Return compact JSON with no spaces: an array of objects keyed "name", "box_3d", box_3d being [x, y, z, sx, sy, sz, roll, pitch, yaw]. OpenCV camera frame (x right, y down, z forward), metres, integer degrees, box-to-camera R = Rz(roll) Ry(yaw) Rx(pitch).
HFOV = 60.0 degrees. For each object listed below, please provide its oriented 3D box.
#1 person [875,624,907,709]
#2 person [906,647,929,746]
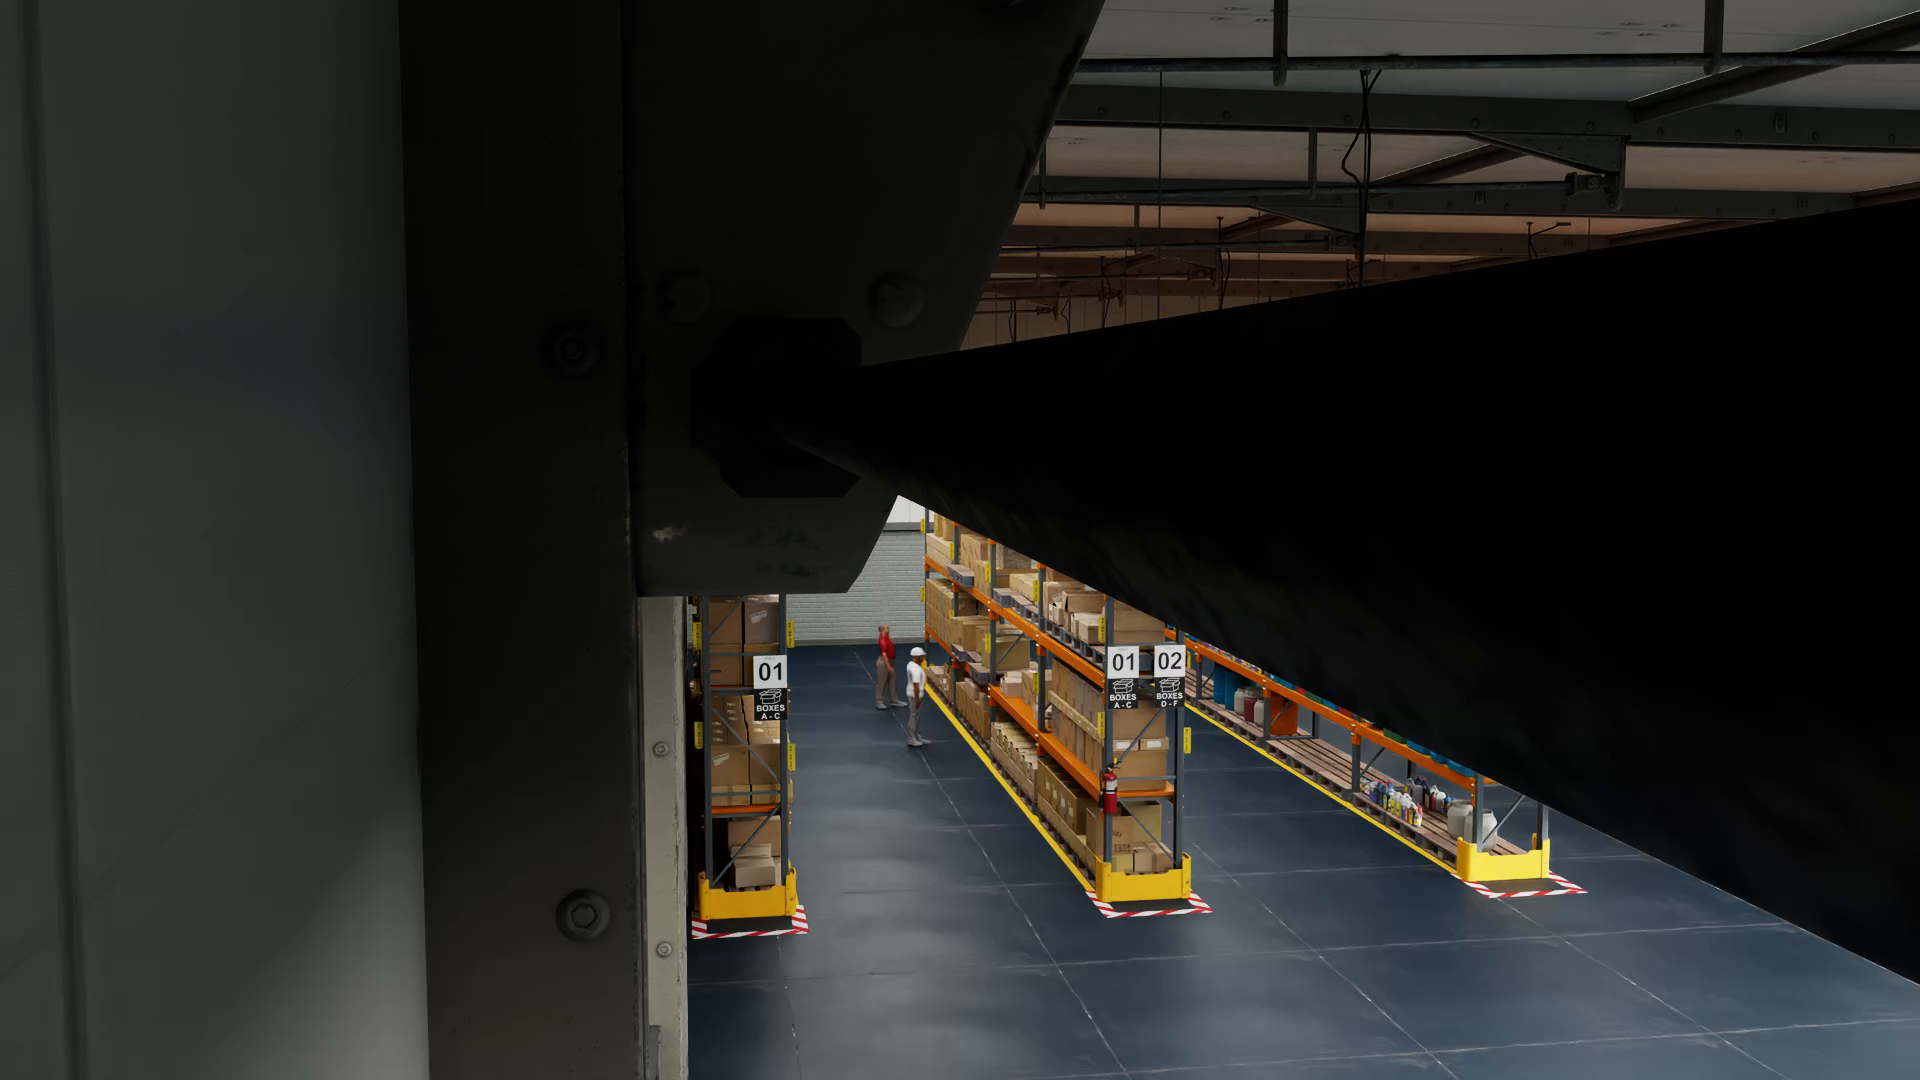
[{"name":"person","box_3d":[-1.410,2.534,33.530,0.591,1.713,0.605,1,5,13]},{"name":"person","box_3d":[-0.762,2.809,29.912,0.417,1.773,0.589,0,5,-3]}]
